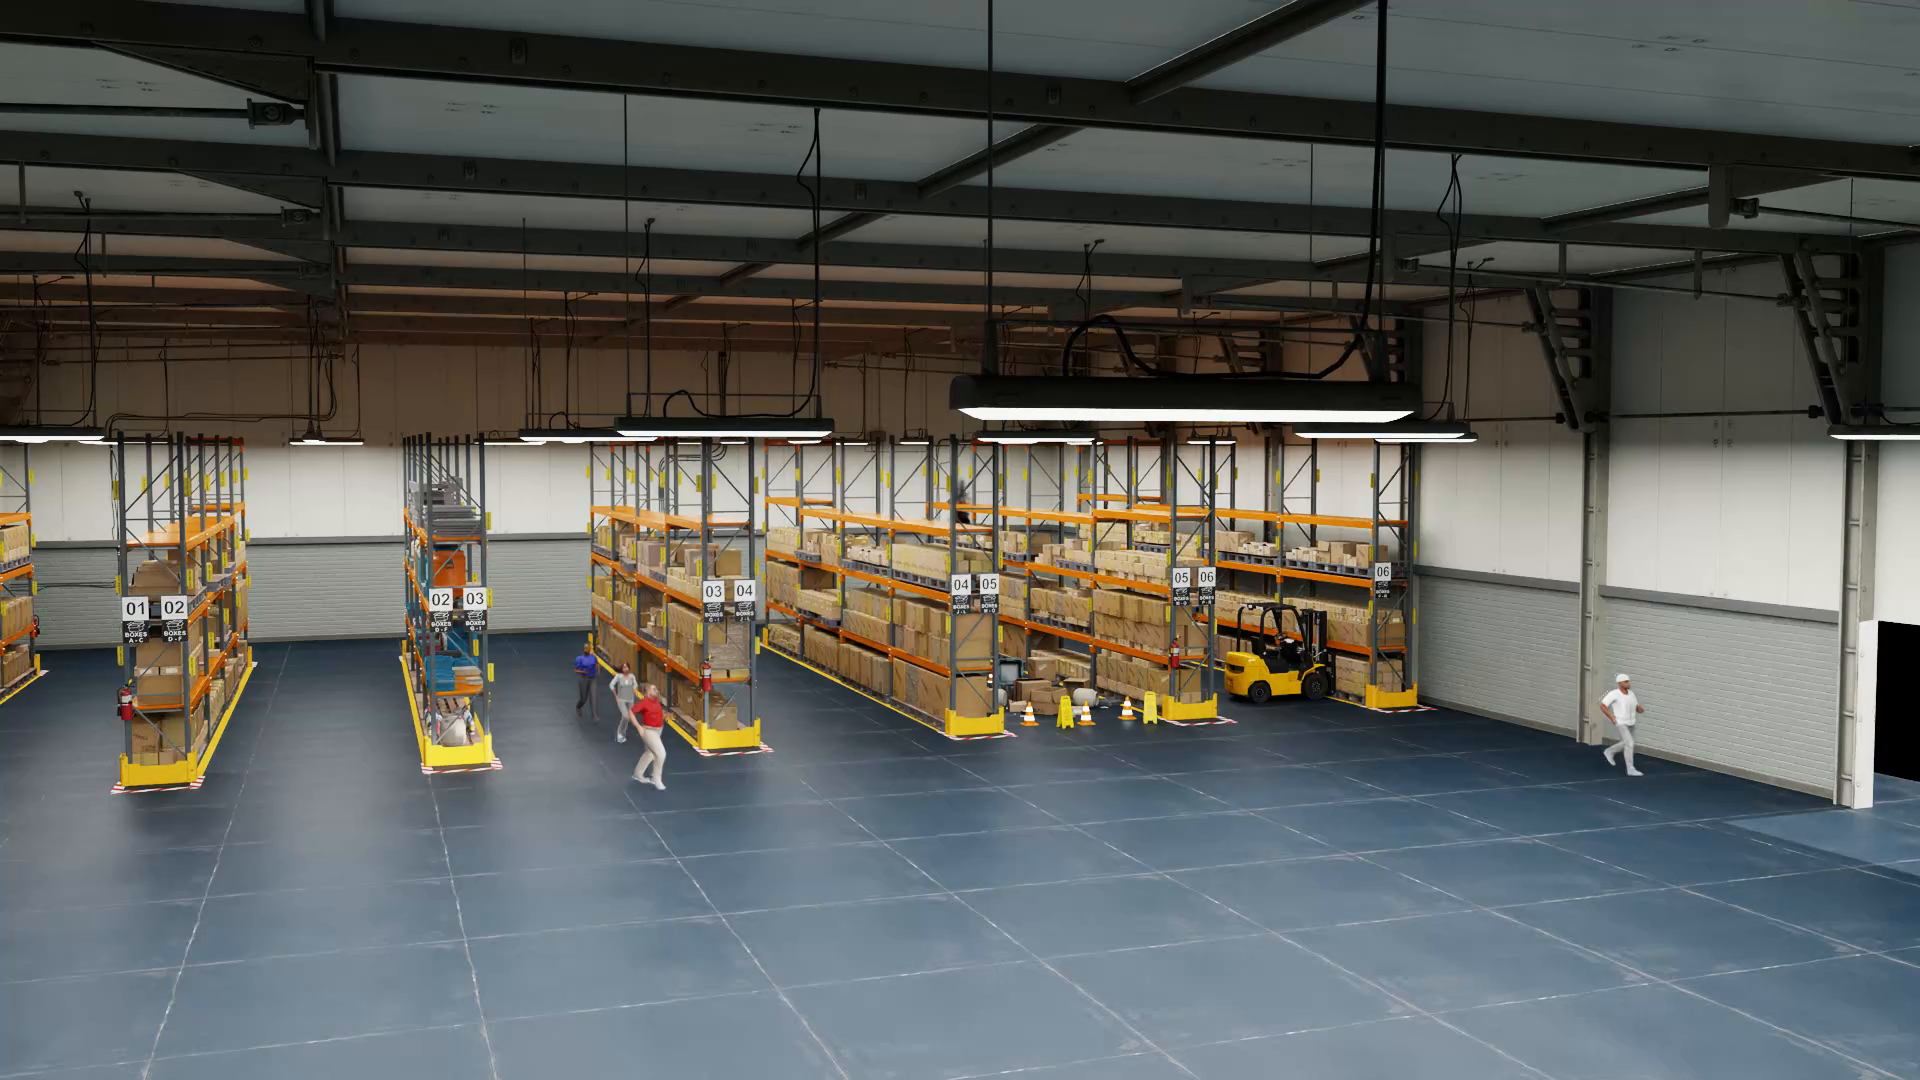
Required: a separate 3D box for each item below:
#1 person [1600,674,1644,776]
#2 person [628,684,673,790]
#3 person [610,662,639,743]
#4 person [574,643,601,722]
[{"bbox_3d":[11.639,3.222,29.185,0.712,1.747,0.932,-2,4,-28],"label":"person"},{"bbox_3d":[-5.187,3.318,28.007,0.767,1.802,0.637,1,3,11],"label":"person"},{"bbox_3d":[-6.468,3.143,32.208,0.512,1.578,0.631,-2,4,-30],"label":"person"},{"bbox_3d":[-7.752,2.950,34.702,0.594,1.598,1.044,-2,4,-29],"label":"person"}]
